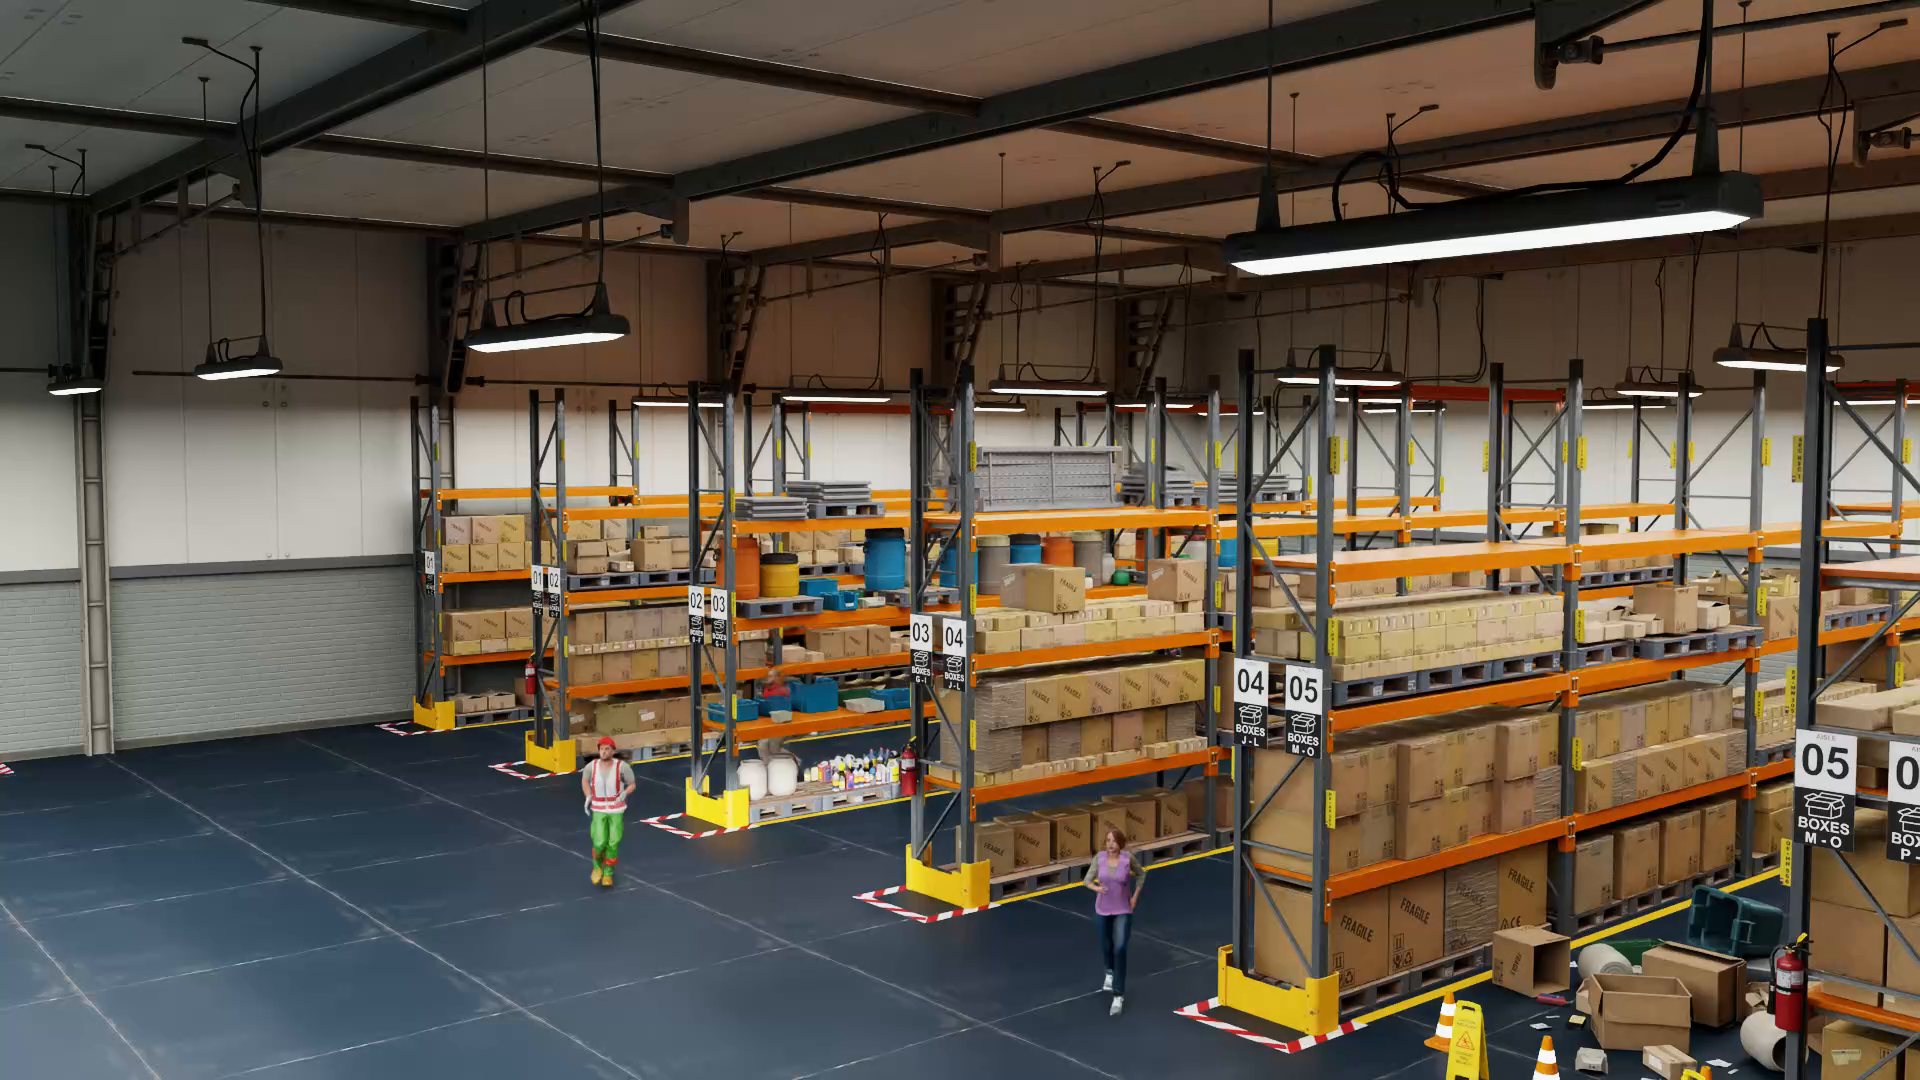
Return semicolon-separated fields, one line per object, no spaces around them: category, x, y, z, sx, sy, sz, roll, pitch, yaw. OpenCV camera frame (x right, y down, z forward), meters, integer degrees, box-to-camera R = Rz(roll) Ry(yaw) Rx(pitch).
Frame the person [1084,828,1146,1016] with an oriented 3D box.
person;1.410;3.500;15.303;0.540;1.553;0.727;1;4;17

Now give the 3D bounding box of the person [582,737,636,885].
person;-4.062;3.145;19.194;0.630;1.748;0.617;0;3;-8

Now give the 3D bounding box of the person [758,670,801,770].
person;-2.820;2.823;25.320;0.751;1.719;0.671;-3;5;-45

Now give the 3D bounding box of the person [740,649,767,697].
person;-3.885;2.456;31.371;0.561;1.616;0.591;3;4;38
